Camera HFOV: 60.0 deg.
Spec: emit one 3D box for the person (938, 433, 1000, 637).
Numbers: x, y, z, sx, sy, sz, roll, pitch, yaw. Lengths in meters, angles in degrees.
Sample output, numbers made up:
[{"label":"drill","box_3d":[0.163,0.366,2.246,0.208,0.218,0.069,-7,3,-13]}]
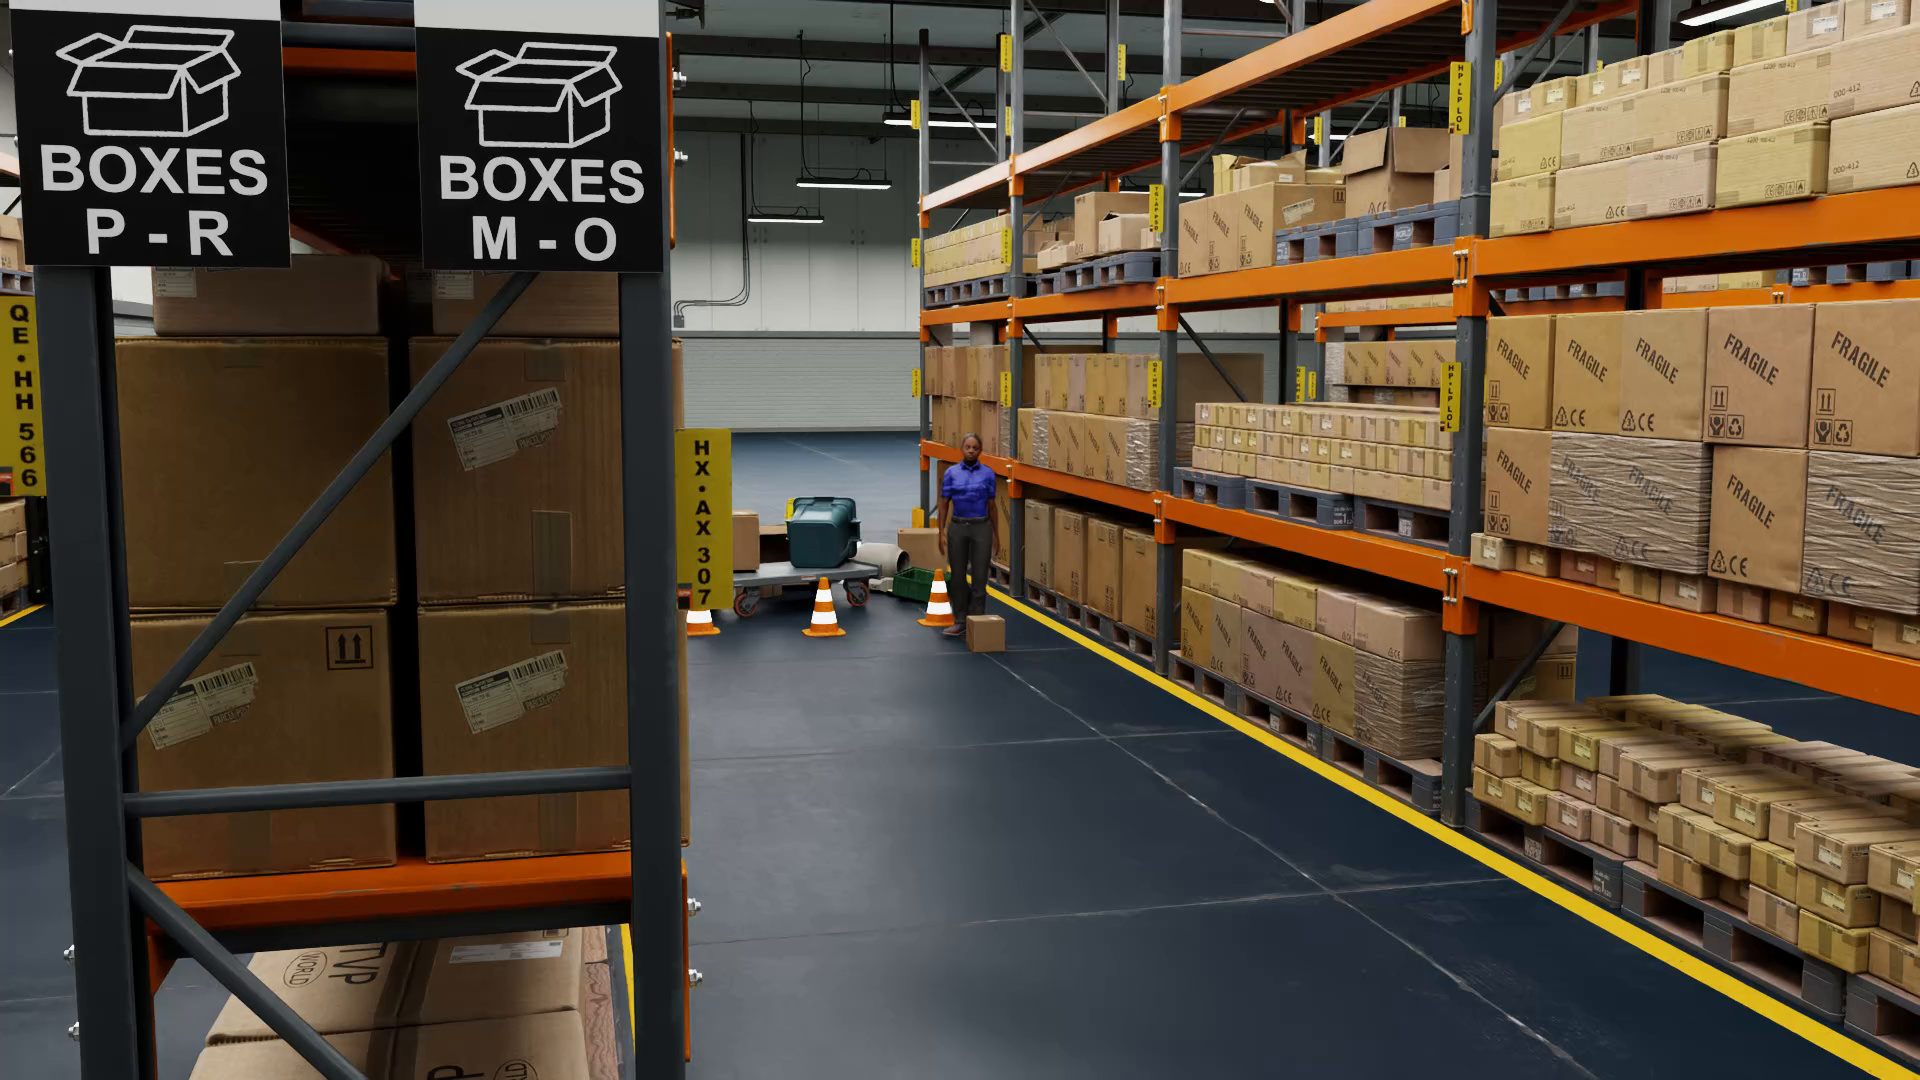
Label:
[{"label":"person","box_3d":[0.074,-0.037,13.410,0.502,1.653,0.388,0,6,-2]}]
